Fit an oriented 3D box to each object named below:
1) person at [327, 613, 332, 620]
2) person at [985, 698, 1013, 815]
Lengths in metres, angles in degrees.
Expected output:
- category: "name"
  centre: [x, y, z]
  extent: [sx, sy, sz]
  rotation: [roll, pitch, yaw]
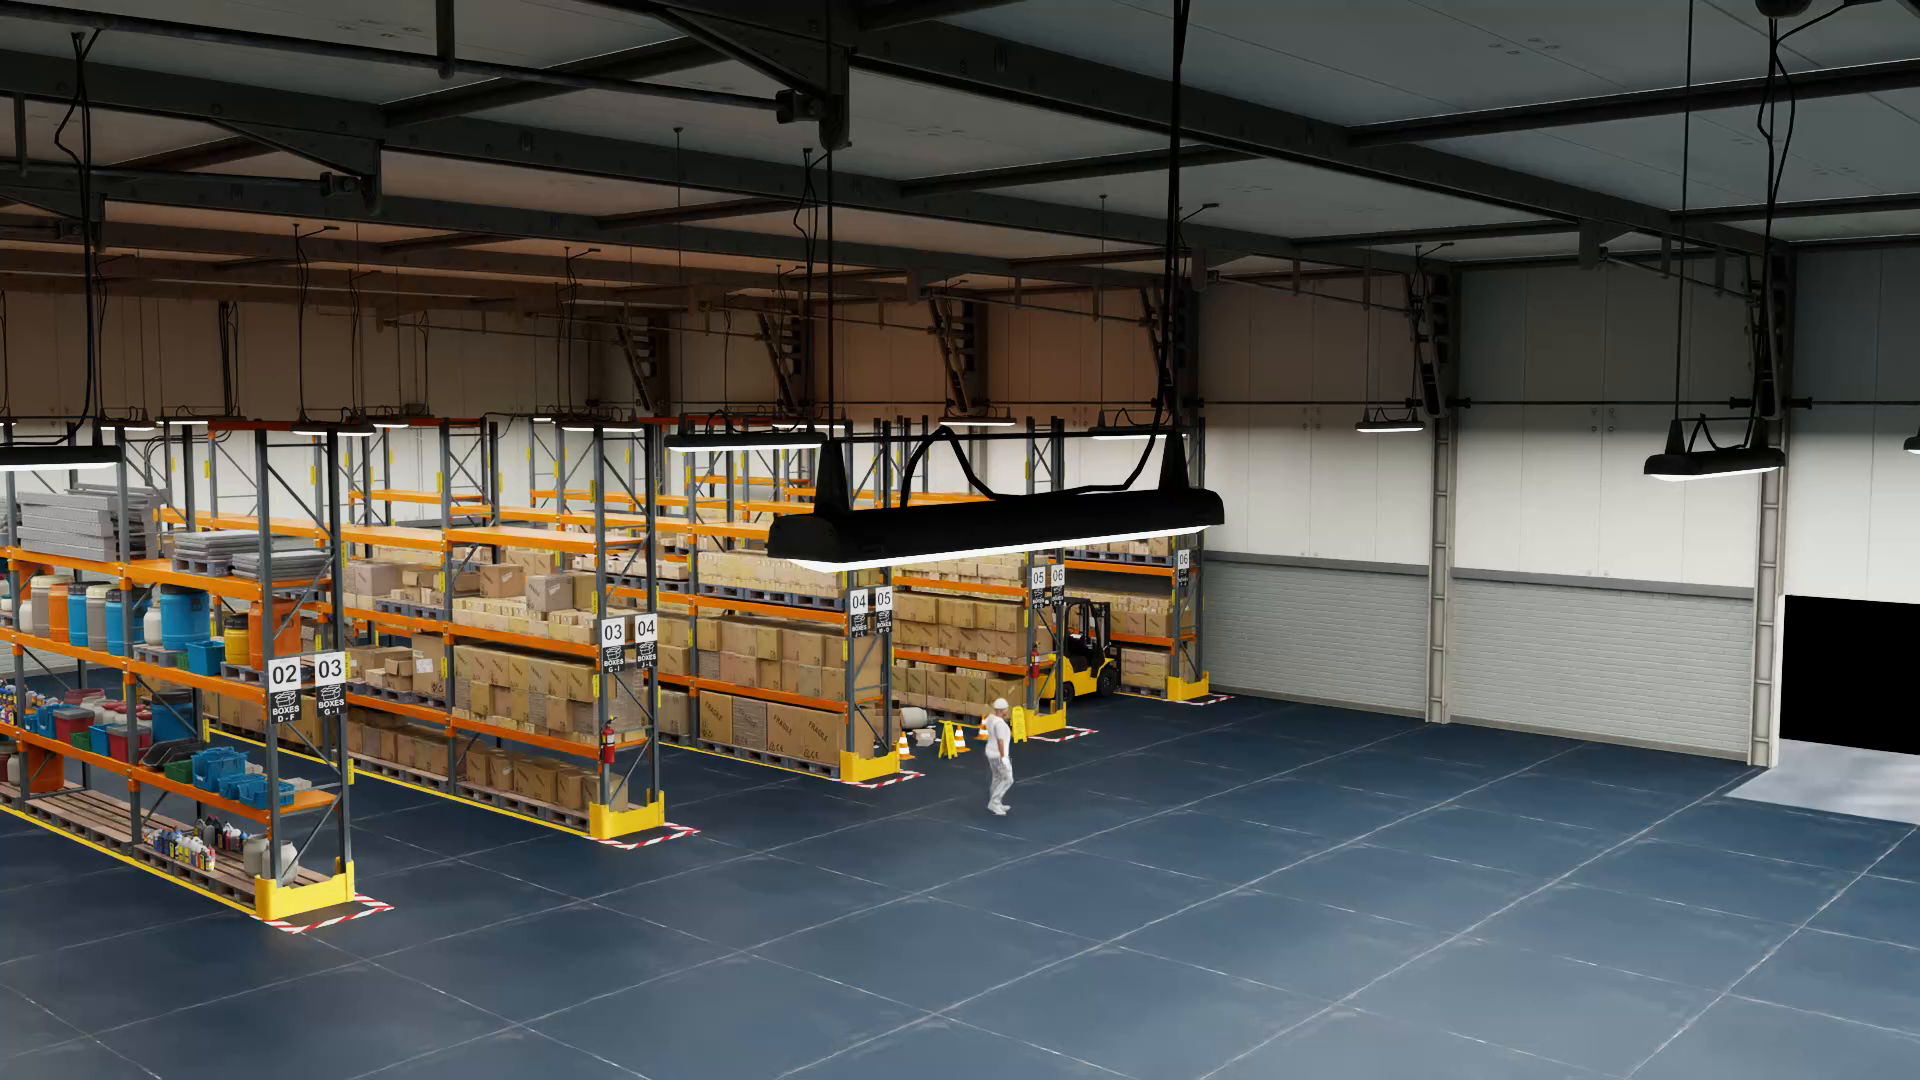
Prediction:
- category: "person"
  centre: [-15.465, 2.111, 41.065]
  extent: [0.575, 1.606, 0.984]
  rotation: [-1, 5, -15]
- category: "person"
  centre: [0.595, 3.322, 25.624]
  extent: [0.430, 1.781, 0.660]
  rotation: [-1, 5, -16]
